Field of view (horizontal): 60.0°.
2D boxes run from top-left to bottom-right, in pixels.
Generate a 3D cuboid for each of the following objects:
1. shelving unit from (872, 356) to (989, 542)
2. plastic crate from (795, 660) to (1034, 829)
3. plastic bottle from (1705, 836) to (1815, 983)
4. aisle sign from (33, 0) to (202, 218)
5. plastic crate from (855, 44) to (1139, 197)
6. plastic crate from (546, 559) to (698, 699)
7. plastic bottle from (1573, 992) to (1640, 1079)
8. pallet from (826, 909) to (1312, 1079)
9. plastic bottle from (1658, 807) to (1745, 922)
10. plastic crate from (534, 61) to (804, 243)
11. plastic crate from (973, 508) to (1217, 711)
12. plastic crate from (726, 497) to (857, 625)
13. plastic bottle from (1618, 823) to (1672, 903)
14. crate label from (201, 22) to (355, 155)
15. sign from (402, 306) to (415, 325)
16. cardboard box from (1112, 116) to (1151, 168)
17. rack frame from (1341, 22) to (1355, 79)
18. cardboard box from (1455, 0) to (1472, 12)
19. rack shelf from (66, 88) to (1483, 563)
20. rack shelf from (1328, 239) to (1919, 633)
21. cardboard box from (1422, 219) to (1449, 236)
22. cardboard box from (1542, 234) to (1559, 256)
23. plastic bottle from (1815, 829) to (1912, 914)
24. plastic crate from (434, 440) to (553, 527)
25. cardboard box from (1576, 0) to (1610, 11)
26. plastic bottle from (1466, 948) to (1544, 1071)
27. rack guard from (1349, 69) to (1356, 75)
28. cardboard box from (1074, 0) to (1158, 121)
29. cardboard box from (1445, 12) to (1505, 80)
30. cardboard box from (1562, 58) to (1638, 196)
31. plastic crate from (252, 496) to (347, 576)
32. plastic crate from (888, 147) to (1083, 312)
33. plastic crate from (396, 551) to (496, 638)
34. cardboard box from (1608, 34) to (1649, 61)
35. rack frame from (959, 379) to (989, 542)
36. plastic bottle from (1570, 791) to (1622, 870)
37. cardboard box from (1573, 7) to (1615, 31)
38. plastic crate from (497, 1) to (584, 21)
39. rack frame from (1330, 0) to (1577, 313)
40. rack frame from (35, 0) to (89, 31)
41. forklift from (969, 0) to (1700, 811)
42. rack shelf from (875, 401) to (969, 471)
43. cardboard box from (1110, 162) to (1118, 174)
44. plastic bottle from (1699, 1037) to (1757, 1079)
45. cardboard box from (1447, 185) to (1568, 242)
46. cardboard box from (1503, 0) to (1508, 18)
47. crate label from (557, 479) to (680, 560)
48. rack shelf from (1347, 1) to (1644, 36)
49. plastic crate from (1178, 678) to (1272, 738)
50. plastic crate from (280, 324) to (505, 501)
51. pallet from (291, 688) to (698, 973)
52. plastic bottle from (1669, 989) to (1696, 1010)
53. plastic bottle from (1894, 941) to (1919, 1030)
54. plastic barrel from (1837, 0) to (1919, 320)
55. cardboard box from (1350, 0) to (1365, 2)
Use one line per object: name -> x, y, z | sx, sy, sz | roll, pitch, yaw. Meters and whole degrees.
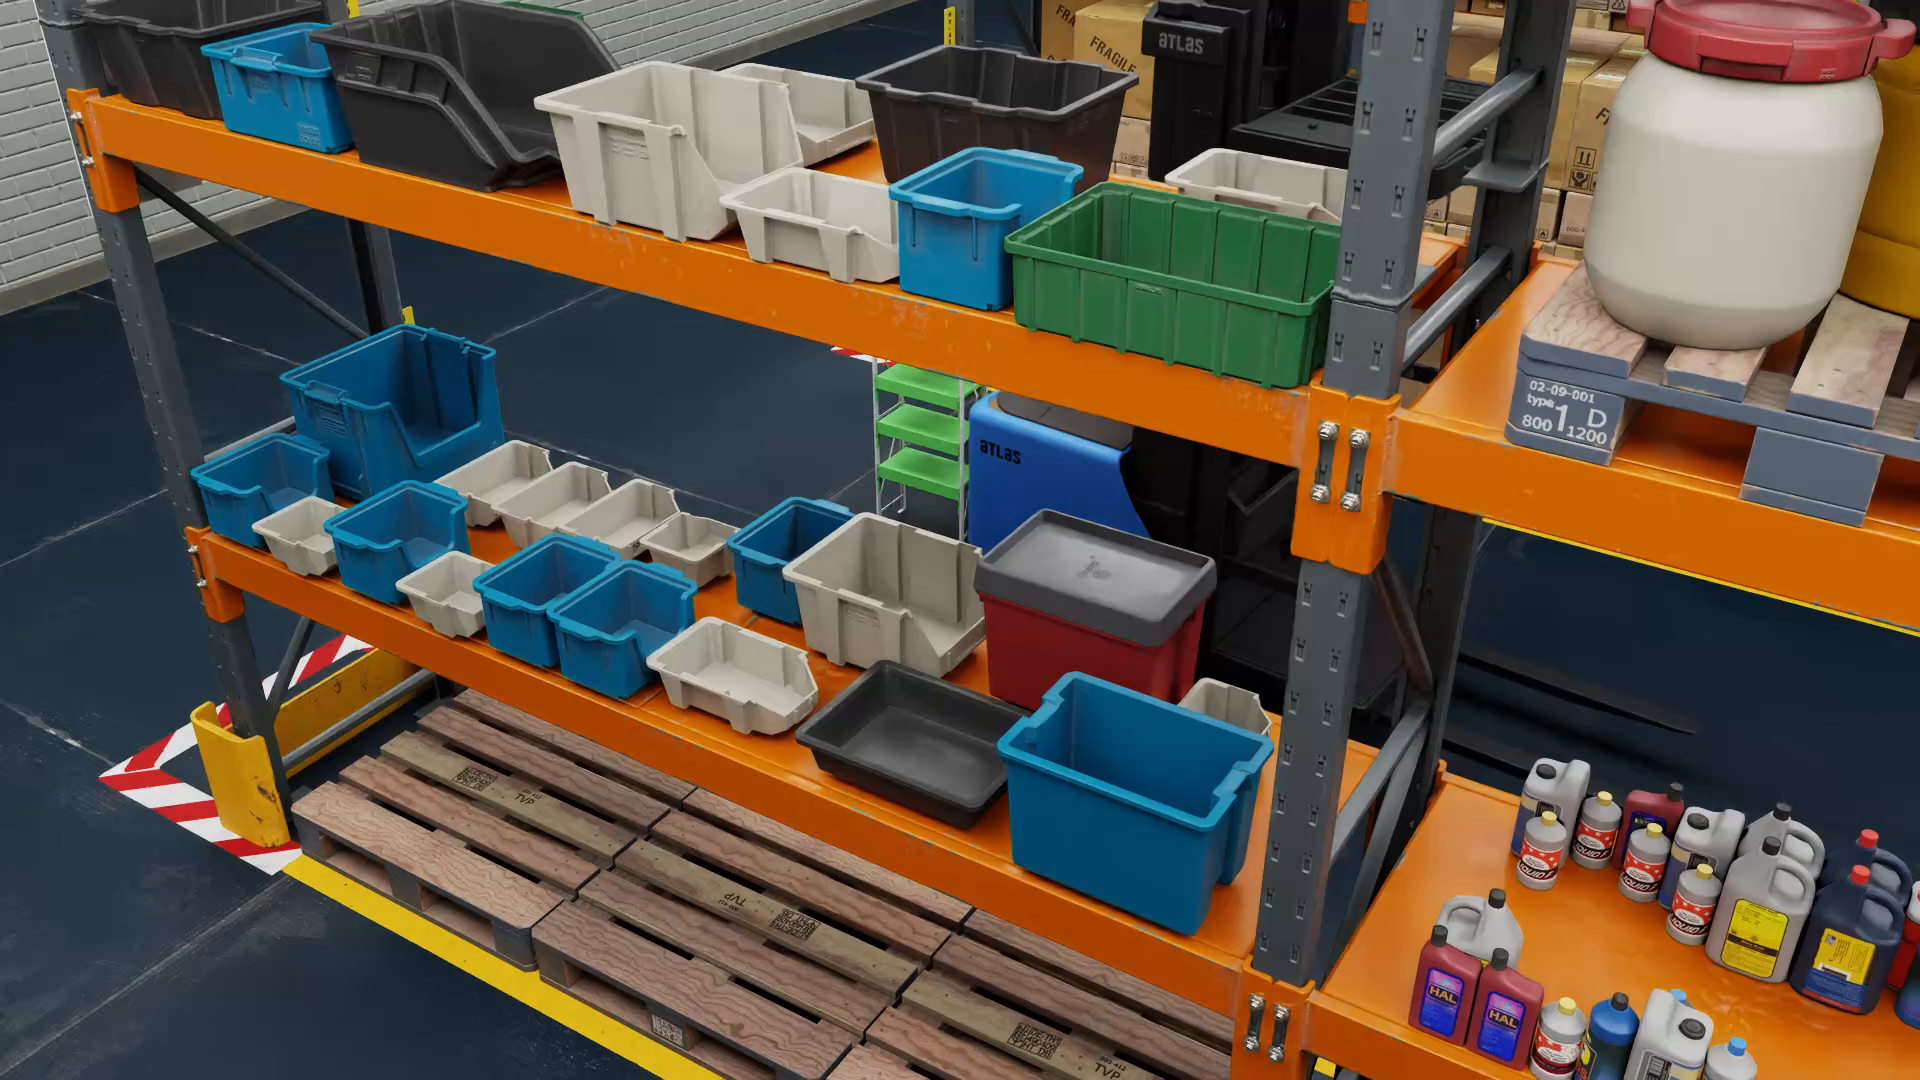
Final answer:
shelving unit -> -0.140, -0.563, 8.024 | 0.503, 1.200, 0.258 | 18, 35, 27
plastic crate -> -0.091, 0.563, 4.521 | 0.590, 0.125, 0.437 | 18, 35, 27
plastic bottle -> 1.876, 0.845, 3.874 | 0.185, 0.351, 0.144 | 18, 35, 27
aisle sign -> -2.607, -1.431, 5.147 | 0.004, 0.787, 0.394 | 18, 35, 27
plastic crate -> 0.094, -1.033, 4.197 | 0.590, 0.269, 0.497 | 18, 35, 27
plastic crate -> -0.985, 0.270, 4.917 | 0.300, 0.233, 0.416 | 18, 35, 27
plastic bottle -> 1.387, 1.076, 3.556 | 0.097, 0.271, 0.097 | 0, 30, 0
pallet -> 0.356, 1.680, 5.161 | 1.213, 0.211, 1.003 | 18, 35, 27
plastic bottle -> 1.815, 0.775, 4.068 | 0.135, 0.276, 0.152 | 18, 35, 27
plastic crate -> -0.675, -0.935, 4.017 | 0.530, 0.282, 0.437 | 18, 35, 27
plastic crate -> 0.377, 0.256, 4.712 | 0.583, 0.464, 0.402 | 18, 35, 27
plastic crate -> -0.512, 0.071, 5.258 | 0.300, 0.233, 0.416 | 18, 35, 27
plastic bottle -> 1.699, 0.790, 4.116 | 0.097, 0.201, 0.097 | 0, 30, 0
crate label -> -1.778, -1.262, 4.608 | 0.502, 0.251, 0.408 | 18, 35, 27
sign -> -2.109, -0.726, 6.355 | 0.005, 0.325, 0.100 | 18, 35, 27
cardboard box -> 0.952, -2.213, 8.921 | 0.500, 0.250, 0.500 | 17, 34, 27
rack frame -> 2.968, -4.620, 13.192 | 0.127, 3.000, 1.000 | 18, 35, 27
cardboard box -> 3.797, -4.128, 12.599 | 0.250, 0.149, 0.380 | 19, 35, 30
rack shelf -> -0.694, -0.865, 4.493 | 4.000, 0.370, 1.077 | 18, 35, 27
rack shelf -> 2.694, 0.207, 2.656 | 4.000, 0.370, 1.077 | 18, 35, 27
cardboard box -> 2.329, -1.567, 8.209 | 0.250, 0.149, 0.380 | 18, 35, 28
cardboard box -> 2.765, -1.429, 7.973 | 0.250, 0.149, 0.380 | 17, 34, 27
plastic bottle -> 2.109, 0.833, 3.894 | 0.185, 0.351, 0.144 | 18, 35, 27
plastic crate -> -1.601, -0.187, 5.796 | 0.243, 0.136, 0.396 | 18, 35, 27
cardboard box -> 4.511, -4.150, 11.993 | 0.500, 0.500, 0.500 | 17, 34, 26
plastic bottle -> 1.197, 1.022, 3.637 | 0.133, 0.283, 0.061 | 18, 35, 27
rack guard -> 3.032, -3.520, 13.787 | 0.348, 0.500, 1.175 | 18, 35, 27
cardboard box -> 0.932, -2.540, 8.736 | 0.500, 0.500, 0.500 | 17, 34, 26
cardboard box -> 2.507, -2.356, 8.421 | 0.500, 0.500, 0.500 | 16, 34, 26
cardboard box -> 3.102, -1.855, 7.562 | 0.500, 0.500, 0.500 | 19, 35, 29
plastic crate -> -2.126, 0.000, 5.475 | 0.298, 0.136, 0.250 | 18, 35, 27
plastic crate -> 0.059, -0.675, 3.620 | 0.300, 0.233, 0.416 | 18, 35, 27
plastic crate -> -1.552, 0.182, 5.164 | 0.298, 0.136, 0.250 | 18, 35, 27
cardboard box -> 3.363, -2.083, 7.954 | 0.500, 0.500, 0.500 | 18, 35, 27
rack frame -> 0.066, -0.497, 7.912 | 0.015, 1.200, 0.240 | 18, 35, 27
plastic bottle -> 1.618, 0.728, 4.222 | 0.097, 0.201, 0.097 | 0, 30, 0
cardboard box -> 4.627, -3.804, 12.044 | 0.250, 0.149, 0.380 | 18, 35, 28
plastic crate -> -1.401, -1.478, 5.040 | 0.336, 0.188, 0.450 | 18, 35, 27
rack frame -> 1.000, -1.936, 2.638 | 0.127, 3.000, 1.000 | 18, 35, 27
rack frame -> -2.388, -3.007, 4.474 | 0.127, 3.000, 1.000 | 18, 35, 27
forklift -> 1.506, -0.663, 6.478 | 3.031, 2.935, 1.130 | 21, 36, 31
rack shelf -> -0.140, -0.507, 8.056 | 0.480, 0.148, 0.258 | 18, 35, 27
cardboard box -> 0.805, -2.049, 9.035 | 0.250, 0.149, 0.380 | 17, 34, 26
plastic bottle -> 1.583, 1.139, 3.449 | 0.097, 0.271, 0.097 | 0, 30, 0
cardboard box -> 2.680, -1.666, 7.982 | 0.500, 0.250, 0.500 | 19, 35, 29
cardboard box -> 4.208, -3.967, 12.322 | 0.250, 0.149, 0.380 | 17, 34, 26
crate label -> -1.114, -0.039, 5.542 | 0.243, 0.136, 0.396 | 18, 35, 27
rack shelf -> 4.662, -3.773, 12.455 | 4.000, 0.370, 1.077 | 18, 35, 27
plastic crate -> 0.682, 0.558, 4.519 | 0.243, 0.136, 0.396 | 18, 35, 27
plastic crate -> -2.005, -0.447, 5.945 | 0.499, 0.435, 0.616 | 18, 35, 27
pallet -> -1.710, 1.026, 6.282 | 1.213, 0.211, 1.003 | 18, 35, 27
plastic bottle -> 1.550, 1.068, 3.640 | 0.097, 0.201, 0.097 | 0, 30, 0
plastic bottle -> 2.192, 0.970, 3.738 | 0.097, 0.271, 0.097 | 0, 30, 0
plastic barrel -> 1.881, -0.745, 2.970 | 0.600, 0.588, 0.600 | 0, 30, 0
cardboard box -> 3.068, -4.284, 12.867 | 0.250, 0.149, 0.380 | 17, 34, 27
